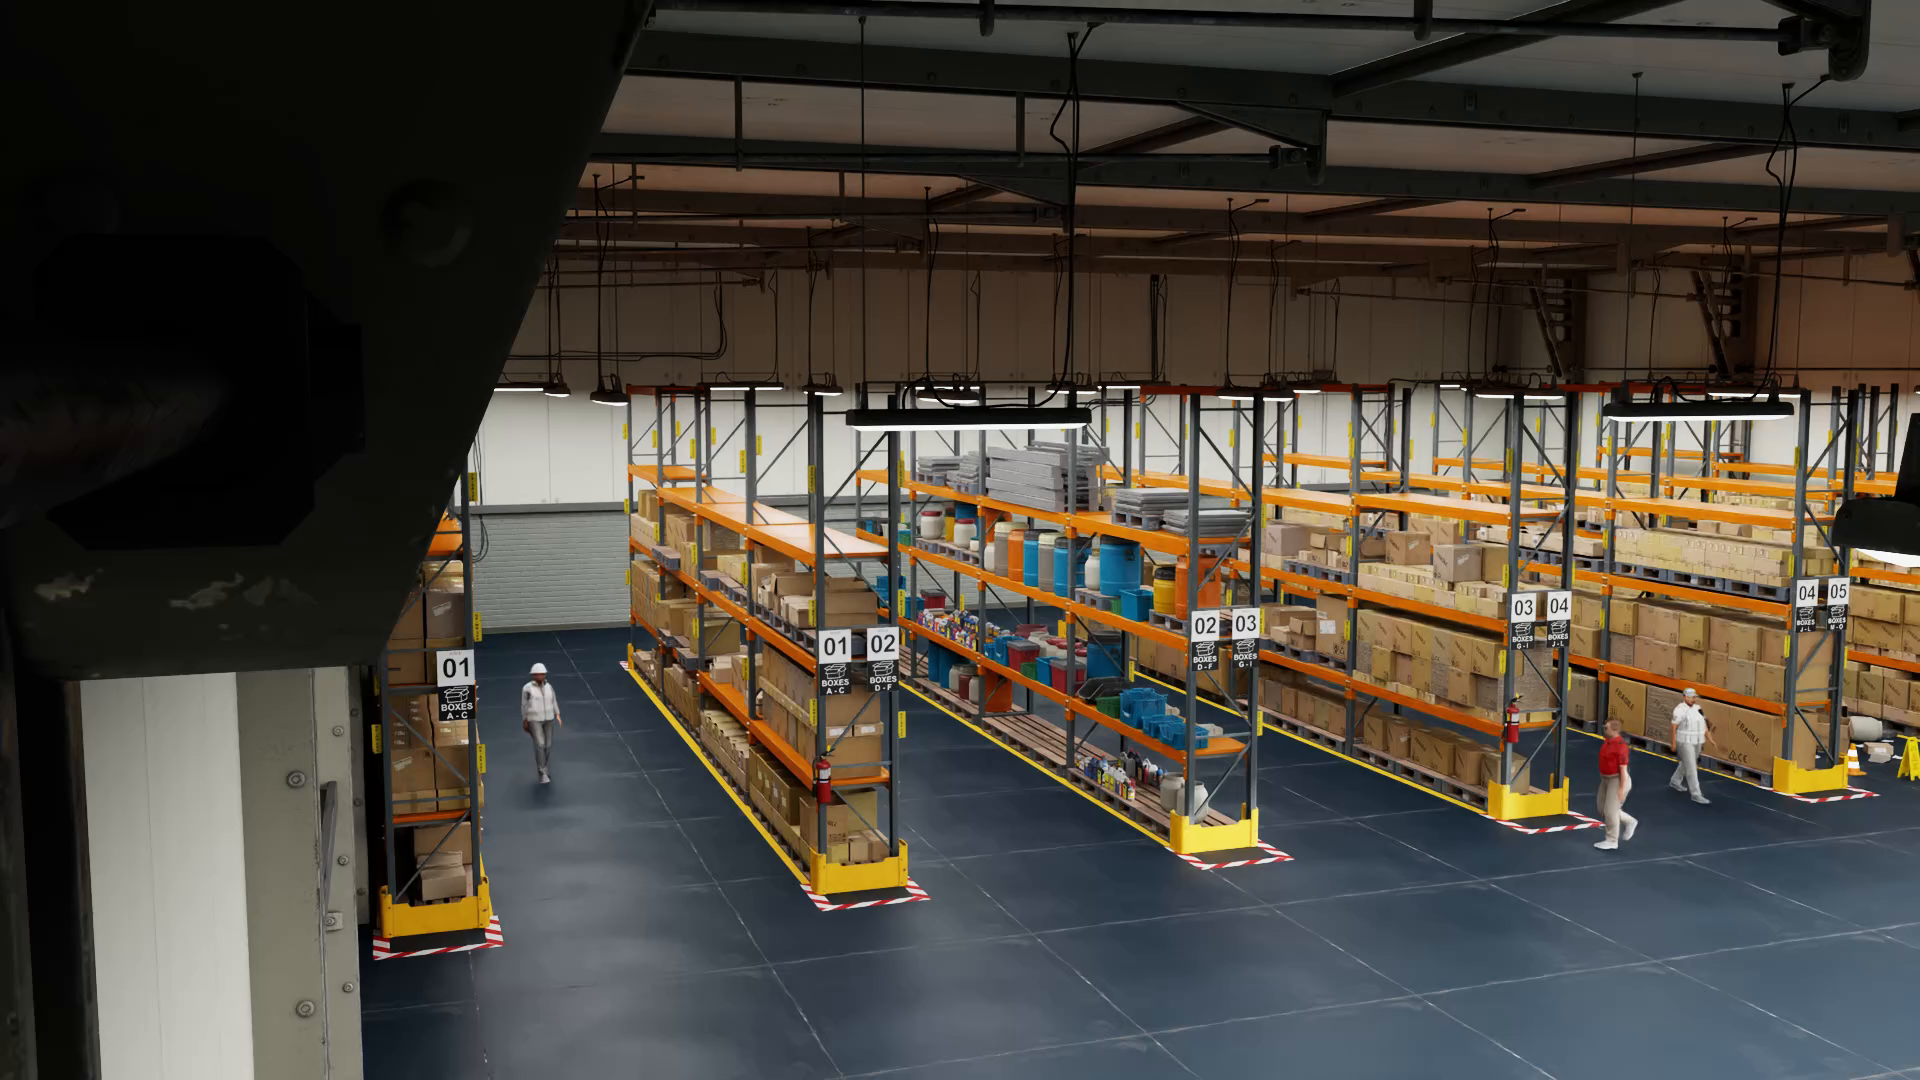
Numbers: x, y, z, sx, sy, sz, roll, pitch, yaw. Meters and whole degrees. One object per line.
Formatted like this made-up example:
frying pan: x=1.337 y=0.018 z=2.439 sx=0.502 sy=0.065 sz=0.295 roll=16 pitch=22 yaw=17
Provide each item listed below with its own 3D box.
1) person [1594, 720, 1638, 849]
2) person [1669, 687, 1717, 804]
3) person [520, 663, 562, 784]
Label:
person: x=8.701 y=3.203 z=21.945 sx=0.710 sy=1.701 sz=0.535 roll=-1 pitch=6 yaw=-9
person: x=10.781 y=2.983 z=24.481 sx=0.506 sy=1.610 sz=0.939 roll=-2 pitch=6 yaw=-20
person: x=-6.401 y=2.815 z=25.686 sx=0.559 sy=1.778 sz=0.718 roll=-6 pitch=8 yaw=-44
